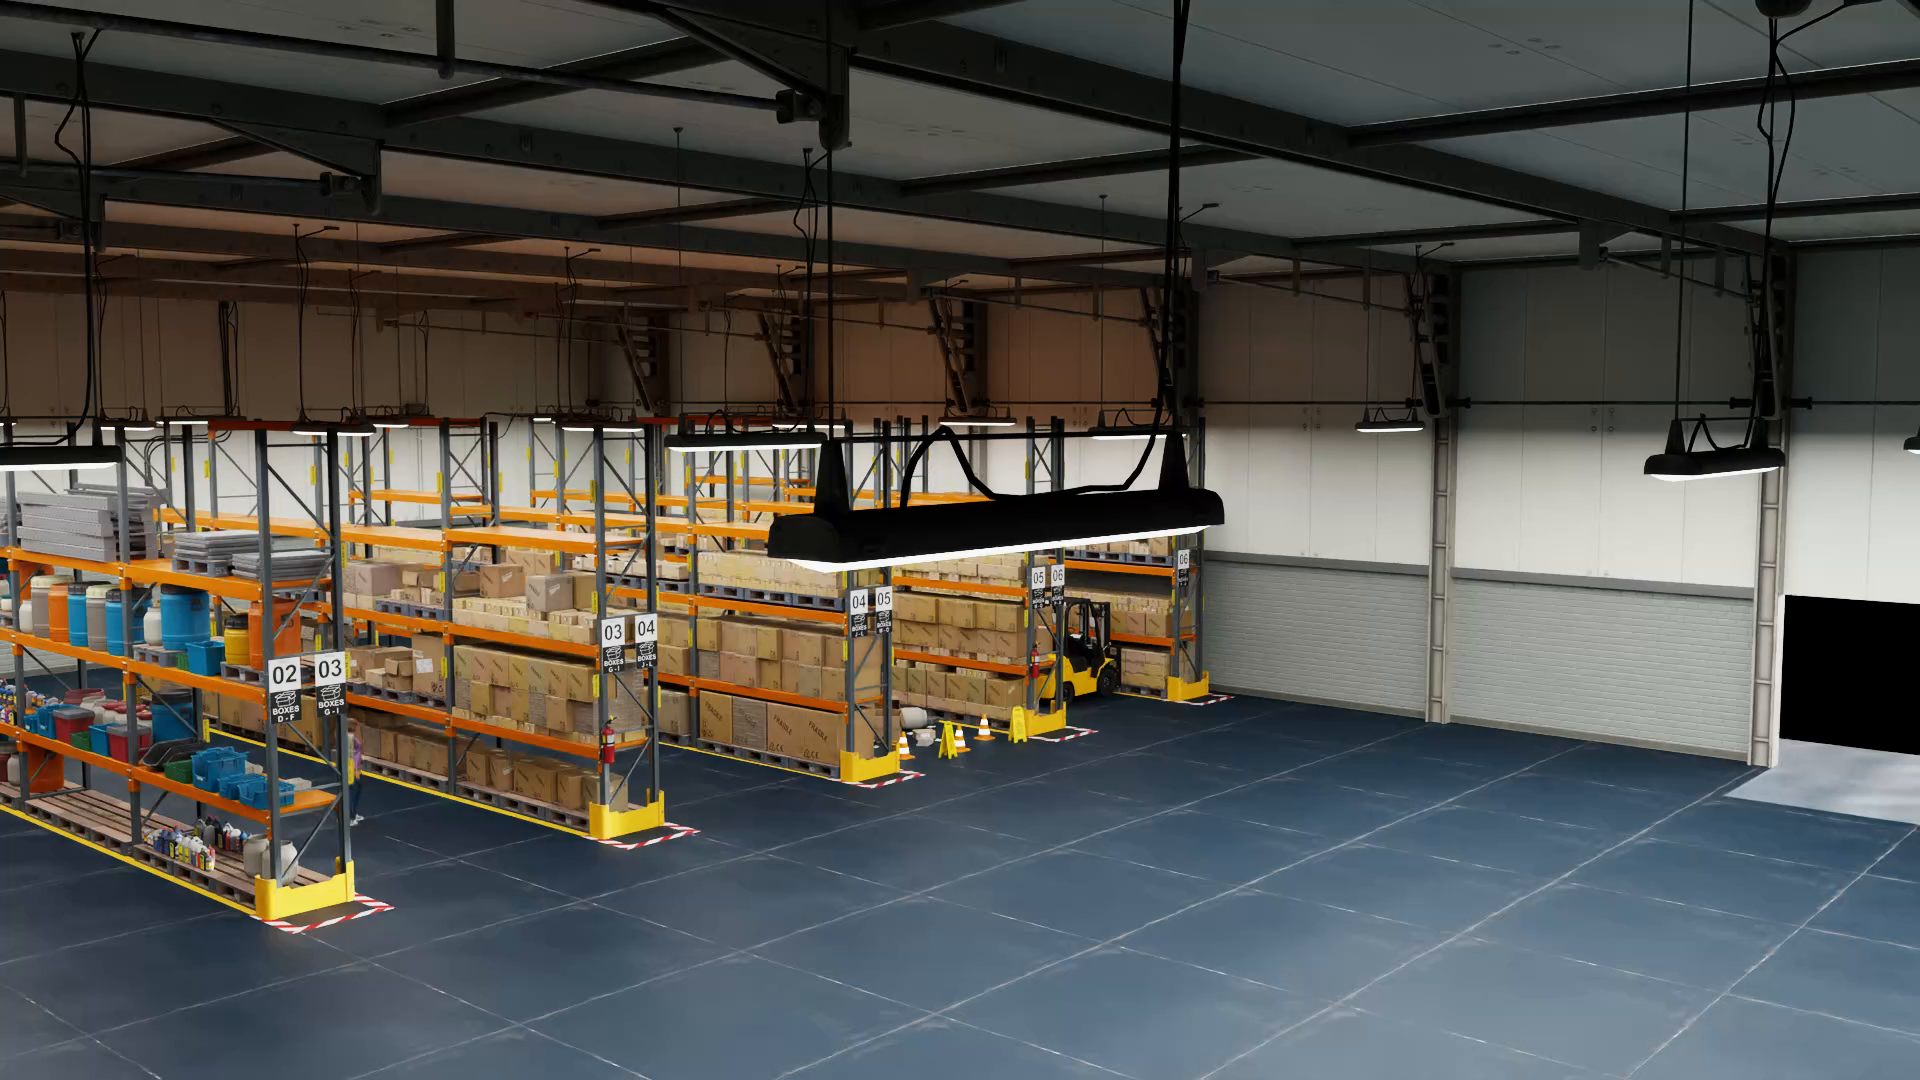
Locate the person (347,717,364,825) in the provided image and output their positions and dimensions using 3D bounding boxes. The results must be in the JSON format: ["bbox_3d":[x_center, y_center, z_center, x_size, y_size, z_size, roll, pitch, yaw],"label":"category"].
[{"bbox_3d":[-9.164,3.484,25.061,0.330,1.643,0.490,-1,5,-10],"label":"person"}]
